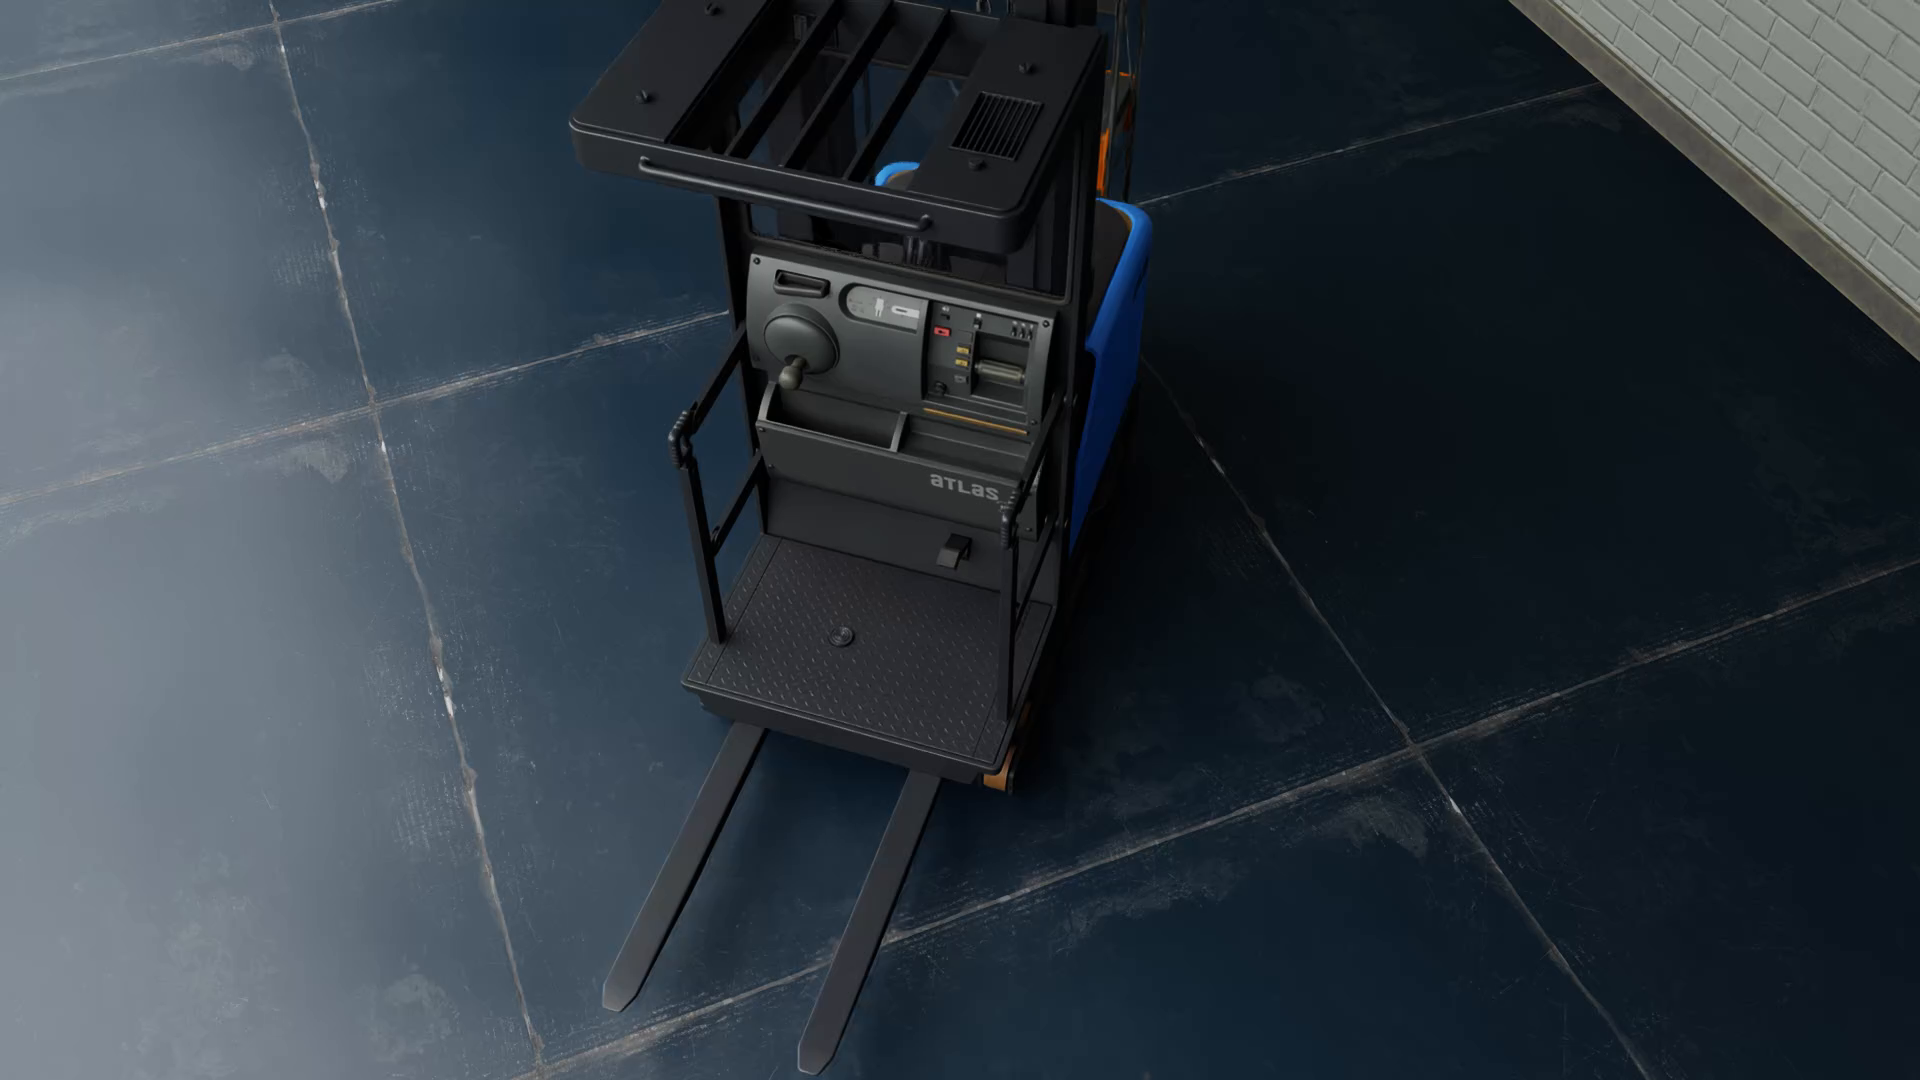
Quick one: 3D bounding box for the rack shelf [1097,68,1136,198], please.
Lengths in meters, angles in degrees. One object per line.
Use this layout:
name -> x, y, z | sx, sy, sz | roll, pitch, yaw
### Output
rack shelf -> 0.354, -1.455, 6.133 | 0.480, 0.518, 0.431 | 14, 51, 12

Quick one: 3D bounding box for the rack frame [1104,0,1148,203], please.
rack frame -> 0.585, -1.405, 6.072 | 0.015, 2.100, 0.400 | 14, 51, 12

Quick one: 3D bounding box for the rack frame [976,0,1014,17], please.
rack frame -> 0.123, -1.524, 6.173 | 0.015, 2.100, 0.400 | 14, 51, 12

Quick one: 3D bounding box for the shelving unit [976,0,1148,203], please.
shelving unit -> 0.354, -1.464, 6.123 | 0.503, 2.100, 0.431 | 14, 51, 12

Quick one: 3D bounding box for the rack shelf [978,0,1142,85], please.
rack shelf -> 0.356, -1.911, 5.602 | 0.480, 0.518, 0.431 | 14, 51, 12

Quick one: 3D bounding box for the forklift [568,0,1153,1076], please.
forklift -> -0.248, -0.475, 4.726 | 1.130, 2.935, 3.031 | 14, 51, 12
